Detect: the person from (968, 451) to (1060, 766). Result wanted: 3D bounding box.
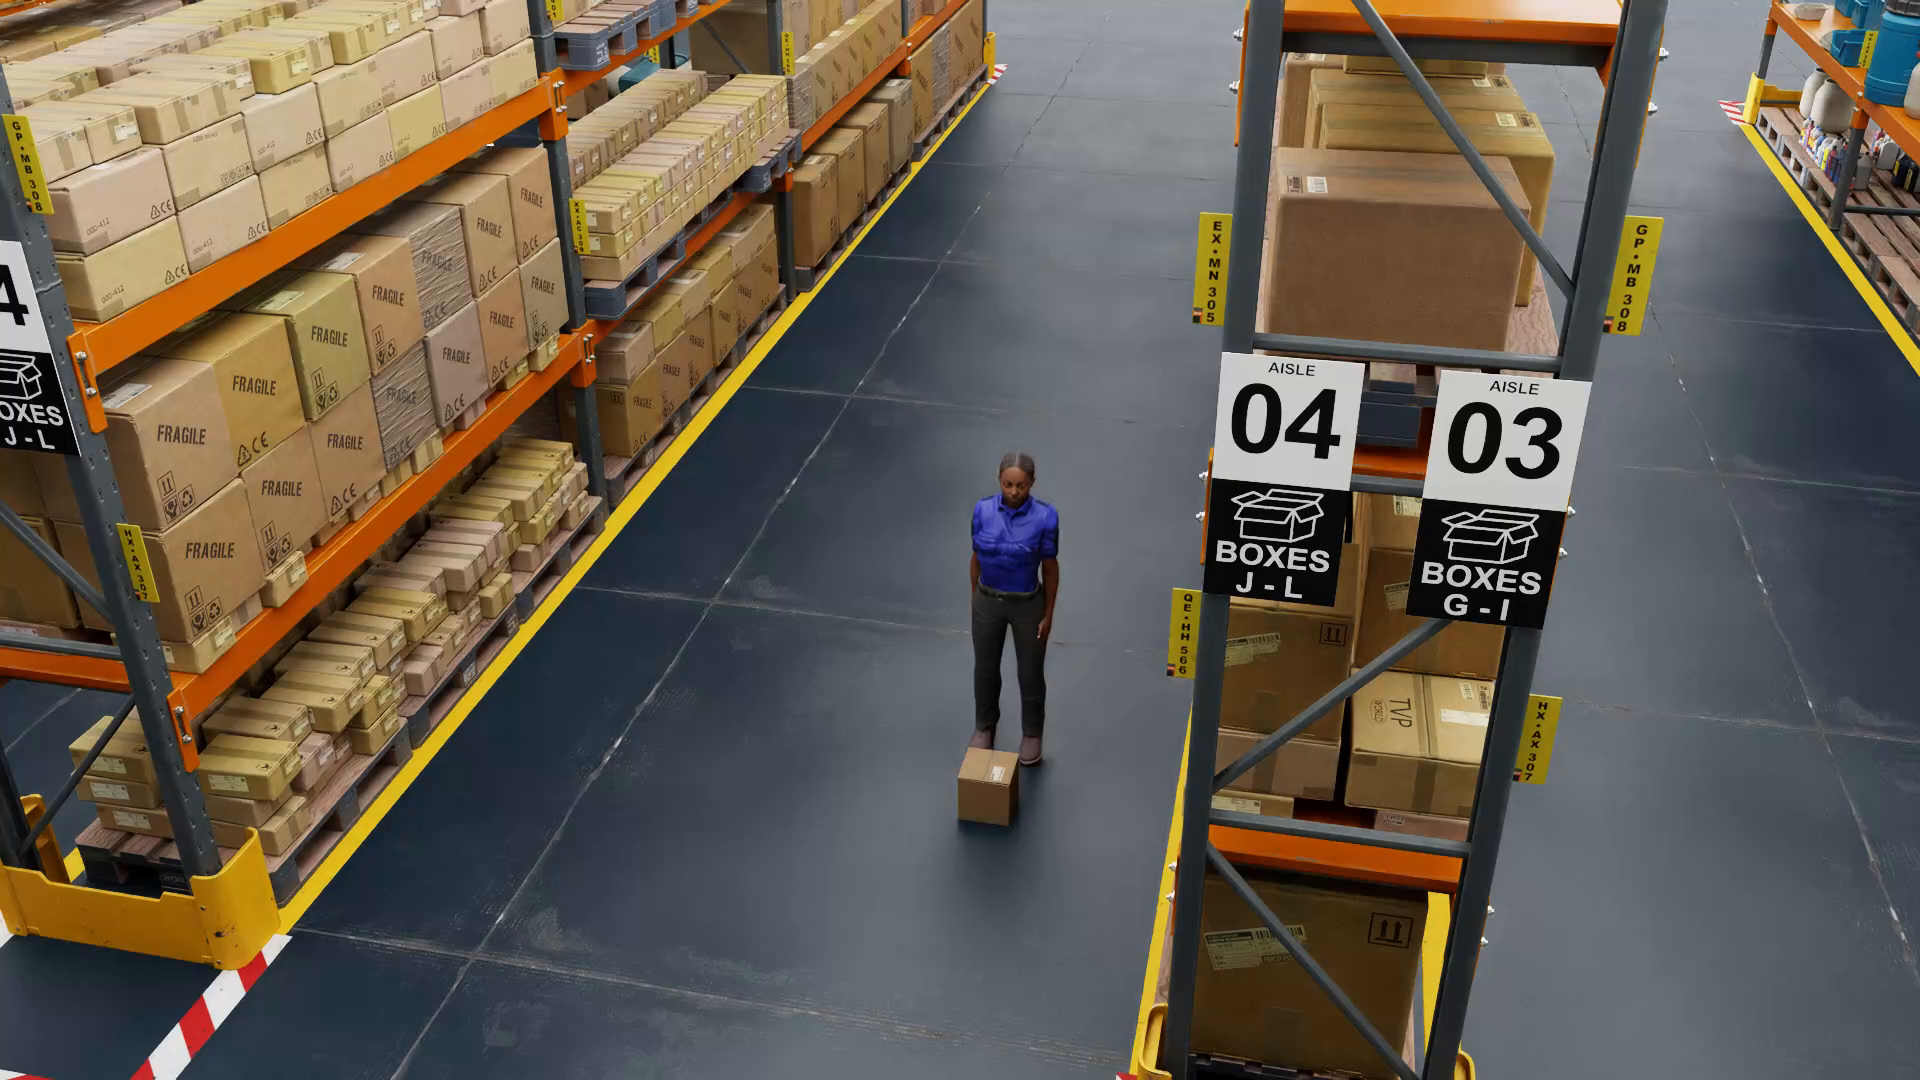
[{"bbox_3d":[0.256,0.334,8.031,0.435,1.642,0.302,7,30,12],"label":"person"}]
